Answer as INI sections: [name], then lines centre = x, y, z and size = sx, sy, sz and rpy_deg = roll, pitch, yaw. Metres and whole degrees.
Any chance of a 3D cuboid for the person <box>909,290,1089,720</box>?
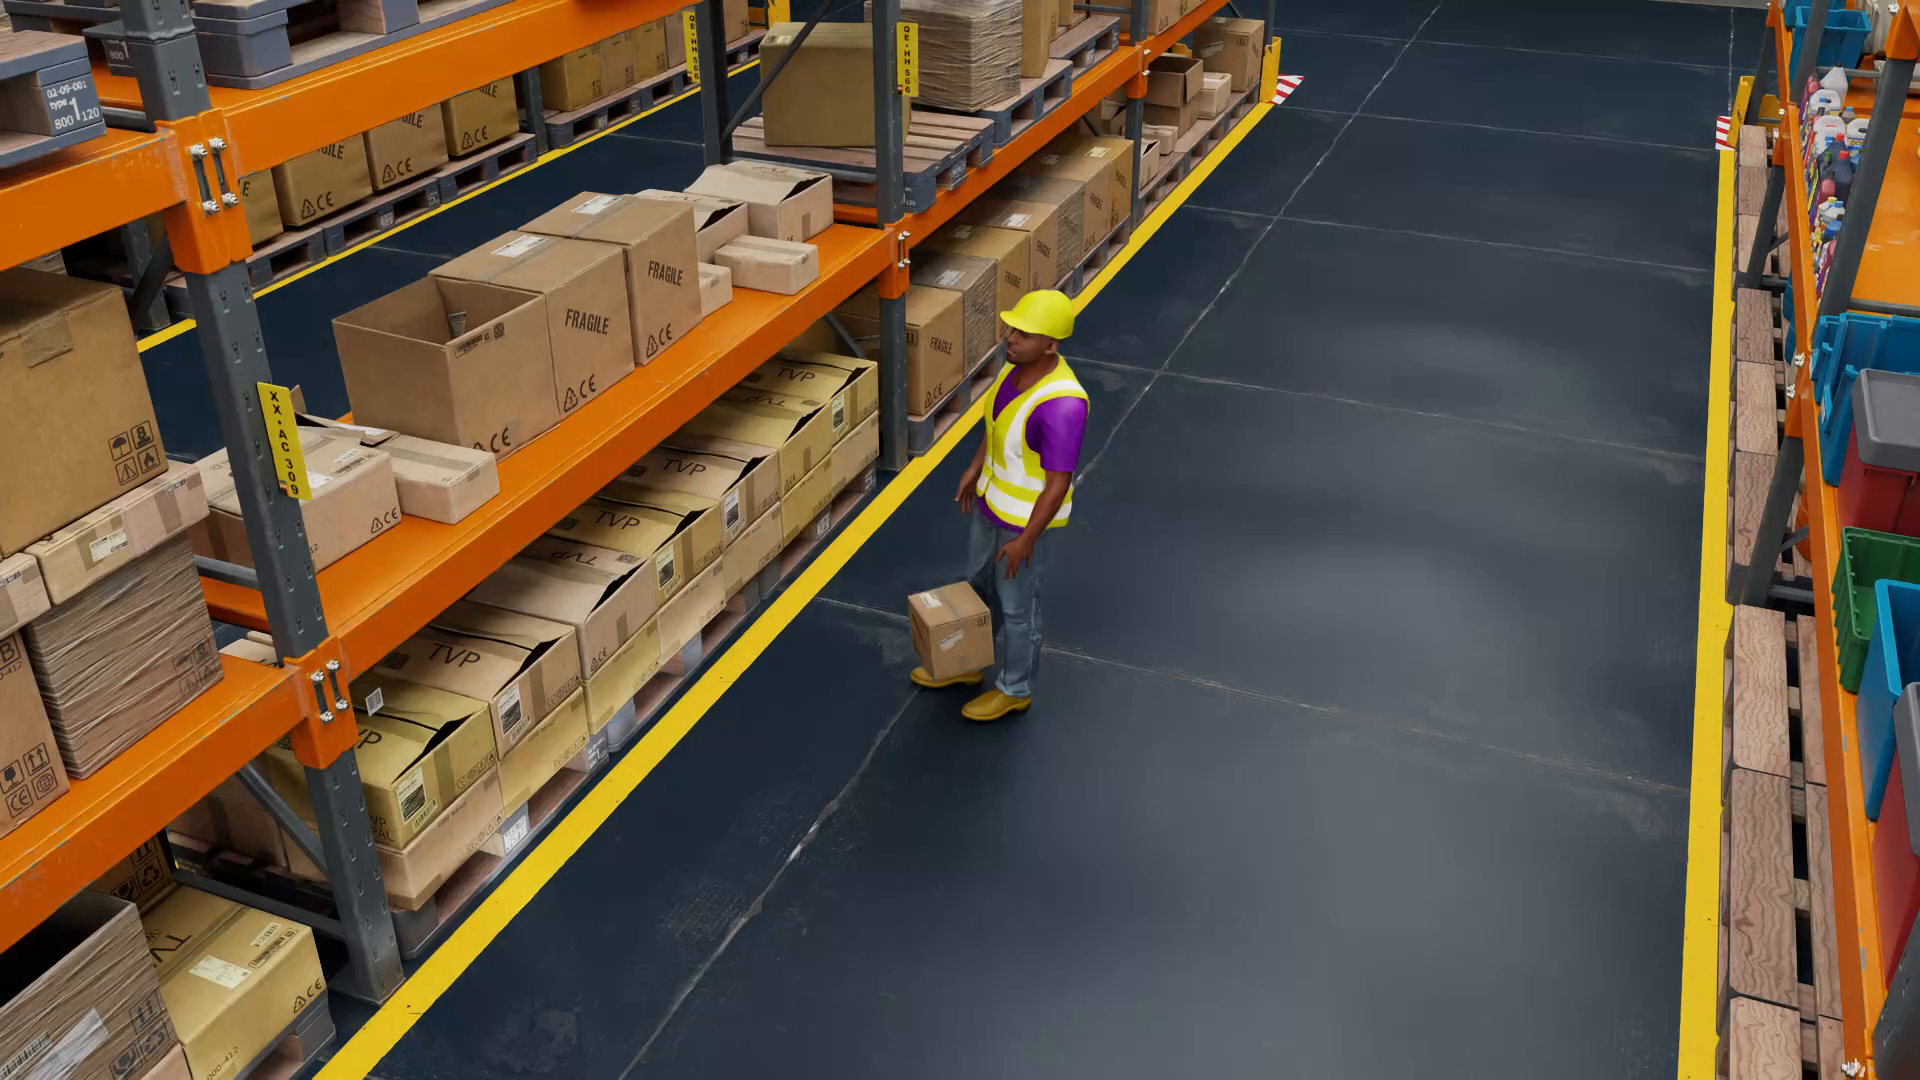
[person]
centre = 0.151, -0.106, 6.272
size = 0.574, 1.769, 0.665
rpy_deg = -10, 31, -17
